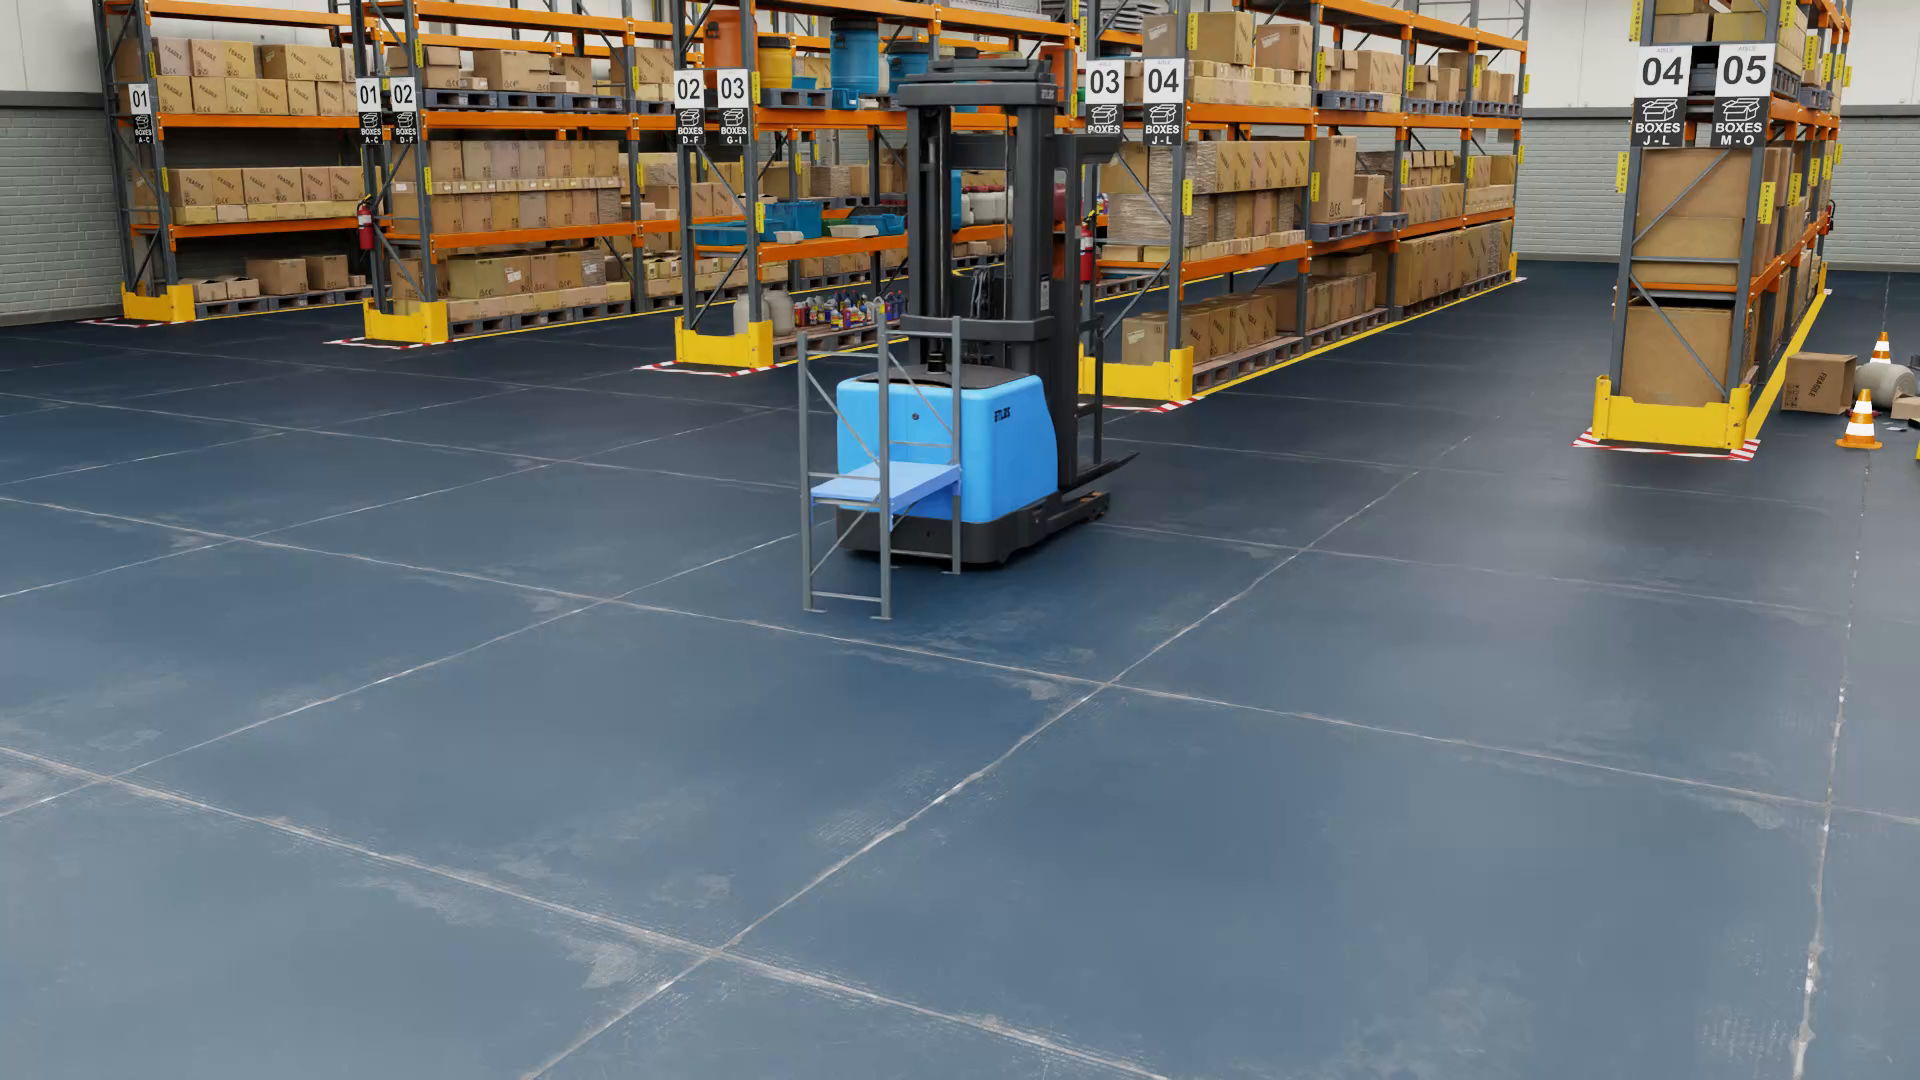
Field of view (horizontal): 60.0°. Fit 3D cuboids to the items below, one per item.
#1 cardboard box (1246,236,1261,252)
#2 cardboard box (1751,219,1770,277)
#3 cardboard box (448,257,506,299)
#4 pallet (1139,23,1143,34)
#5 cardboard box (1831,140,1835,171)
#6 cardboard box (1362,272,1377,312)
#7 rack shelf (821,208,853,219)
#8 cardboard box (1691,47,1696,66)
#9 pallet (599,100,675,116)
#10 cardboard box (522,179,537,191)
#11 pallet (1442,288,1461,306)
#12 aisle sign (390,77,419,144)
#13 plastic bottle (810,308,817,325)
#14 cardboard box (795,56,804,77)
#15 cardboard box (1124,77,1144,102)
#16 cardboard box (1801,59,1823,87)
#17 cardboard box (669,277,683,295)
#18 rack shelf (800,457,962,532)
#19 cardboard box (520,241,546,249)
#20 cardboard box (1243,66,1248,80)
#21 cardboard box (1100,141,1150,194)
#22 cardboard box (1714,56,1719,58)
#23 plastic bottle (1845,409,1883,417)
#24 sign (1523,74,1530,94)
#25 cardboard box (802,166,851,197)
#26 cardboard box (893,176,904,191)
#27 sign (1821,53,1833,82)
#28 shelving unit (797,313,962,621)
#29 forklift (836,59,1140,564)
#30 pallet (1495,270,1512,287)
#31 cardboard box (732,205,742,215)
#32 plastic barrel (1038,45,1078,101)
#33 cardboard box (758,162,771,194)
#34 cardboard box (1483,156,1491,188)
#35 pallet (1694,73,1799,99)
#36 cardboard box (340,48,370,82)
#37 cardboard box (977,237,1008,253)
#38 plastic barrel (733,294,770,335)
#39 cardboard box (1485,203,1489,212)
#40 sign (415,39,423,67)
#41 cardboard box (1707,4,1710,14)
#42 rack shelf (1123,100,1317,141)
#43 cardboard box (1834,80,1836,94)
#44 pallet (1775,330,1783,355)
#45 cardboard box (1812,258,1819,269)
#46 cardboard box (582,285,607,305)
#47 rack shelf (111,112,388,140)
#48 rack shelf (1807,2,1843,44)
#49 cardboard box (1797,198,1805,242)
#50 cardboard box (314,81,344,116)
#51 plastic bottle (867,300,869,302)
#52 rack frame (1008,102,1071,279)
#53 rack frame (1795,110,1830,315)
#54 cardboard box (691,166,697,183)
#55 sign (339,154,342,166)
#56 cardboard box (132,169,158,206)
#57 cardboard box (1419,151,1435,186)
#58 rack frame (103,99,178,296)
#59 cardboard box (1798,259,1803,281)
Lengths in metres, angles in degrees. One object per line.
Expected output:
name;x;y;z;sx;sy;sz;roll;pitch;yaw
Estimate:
cardboard box;3.020;-3.198;17.933;0.380;0.149;0.250;7;15;28
cardboard box;6.732;-2.670;14.888;0.875;0.550;0.550;7;15;28
cardboard box;-6.305;-3.425;21.712;0.500;0.500;0.500;7;15;28
pallet;2.763;-8.363;27.277;1.003;0.211;1.213;7;15;28
cardboard box;13.696;-6.140;26.619;0.500;0.500;0.500;7;15;27
cardboard box;5.232;-3.383;22.560;0.700;0.500;0.500;6;15;25
rack shelf;-2.165;-5.708;29.343;1.077;0.370;4.000;7;15;28
cardboard box;5.951;-4.047;13.946;0.380;0.149;0.250;8;15;29
pallet;-4.650;-6.374;24.580;0.805;0.209;1.217;7;15;26
cardboard box;-5.877;-4.741;22.201;0.380;0.149;0.250;8;15;29
pallet;7.165;-3.822;25.937;1.003;0.211;1.213;7;15;28
aisle sign;-6.762;-5.221;20.244;0.394;0.787;0.004;7;15;28
plastic bottle;-1.829;-2.790;20.740;0.097;0.201;0.097;0;14;0
cardboard box;-2.915;-7.729;27.445;0.500;0.500;0.500;7;15;28
cardboard box;1.682;-4.396;16.286;0.500;0.250;0.500;8;16;29
cardboard box;9.589;-5.360;19.048;0.500;0.311;0.500;7;15;28
cardboard box;-4.405;-3.853;25.087;0.500;0.250;0.500;8;16;29
rack shelf;-0.417;-0.263;9.191;0.538;0.185;1.000;5;15;21
cardboard box;-7.772;-5.053;29.486;0.700;0.500;0.500;8;16;29
cardboard box;2.745;-4.811;17.160;0.380;0.149;0.250;7;15;27
cardboard box;1.721;-3.703;16.510;0.500;0.500;0.500;7;15;28
cardboard box;6.931;-4.627;15.503;0.500;0.250;0.500;7;15;27
plastic bottle;8.273;-1.161;15.220;0.283;0.061;0.133;2;14;9
sign;9.874;-7.951;28.993;0.100;0.325;0.005;7;15;28
cardboard box;-2.316;-6.208;28.773;0.700;0.500;0.500;11;17;38
cardboard box;-1.181;-6.648;31.495;0.500;0.500;0.500;8;16;29
sign;10.314;-5.625;19.792;0.100;0.325;0.005;7;15;28
shelving unit;-0.417;-0.438;9.149;0.538;1.500;1.048;5;15;21
forklift;0.359;-1.583;10.845;1.130;2.935;3.031;7;15;26
pallet;9.088;-4.637;29.316;1.003;0.211;1.213;7;15;28
cardboard box;-3.699;-5.257;26.474;0.380;0.149;0.250;9;16;32
plastic barrel;1.480;-7.072;25.256;0.600;0.830;0.708;7;15;28
cardboard box;-4.559;-7.583;34.947;0.980;0.700;0.700;7;15;25
cardboard box;8.420;-6.057;27.345;0.500;0.500;0.500;7;15;26
pallet;7.493;-4.369;16.044;1.003;0.211;1.213;7;15;28
cardboard box;-9.408;-7.256;25.441;0.500;0.500;0.500;6;15;23
cardboard box;0.689;-6.148;34.028;0.500;0.500;0.500;7;15;28
plastic barrel;-2.413;-2.582;19.256;0.421;0.512;0.421;0;14;0
cardboard box;8.533;-5.511;27.530;0.380;0.149;0.250;8;15;29
sign;-6.516;-5.863;20.019;0.100;0.325;0.005;7;15;28
cardboard box;6.322;-4.592;14.505;0.380;0.149;0.250;7;15;28
rack shelf;2.638;-4.401;17.525;1.077;0.370;4.000;7;15;28
cardboard box;12.453;-6.563;24.211;0.500;0.250;0.500;7;15;28
pallet;9.385;-2.432;20.172;1.003;0.211;1.213;7;15;28
cardboard box;13.218;-4.333;26.022;0.380;0.149;0.250;8;16;30
cardboard box;-5.348;-3.472;23.508;0.500;0.250;0.500;7;15;28
rack shelf;-10.370;-6.085;24.508;1.077;0.370;4.000;7;15;28
rack shelf;10.799;-6.724;21.611;1.077;0.370;4.000;7;15;28
cardboard box;9.607;-3.765;19.536;0.500;0.500;0.500;7;15;28
cardboard box;-9.687;-6.669;25.142;0.500;0.500;0.500;6;15;23
plastic bottle;-1.141;-2.894;20.993;0.061;0.283;0.133;7;15;28
rack frame;1.203;-5.085;25.226;1.000;3.000;0.127;7;15;28
rack frame;11.765;-4.762;23.885;1.000;3.000;0.127;7;15;28
cardboard box;-5.538;-7.108;32.725;0.500;0.500;0.500;7;15;27
sign;-9.891;-6.012;26.600;0.100;0.325;0.005;7;15;28
cardboard box;-11.295;-4.988;23.502;0.500;0.500;0.500;7;15;27
cardboard box;6.542;-5.480;24.510;0.797;0.503;0.637;8;16;30
rack frame;-11.337;-4.566;23.074;1.000;3.000;0.127;7;15;28
cardboard box;10.622;-3.513;21.541;0.500;0.250;0.500;7;15;27
